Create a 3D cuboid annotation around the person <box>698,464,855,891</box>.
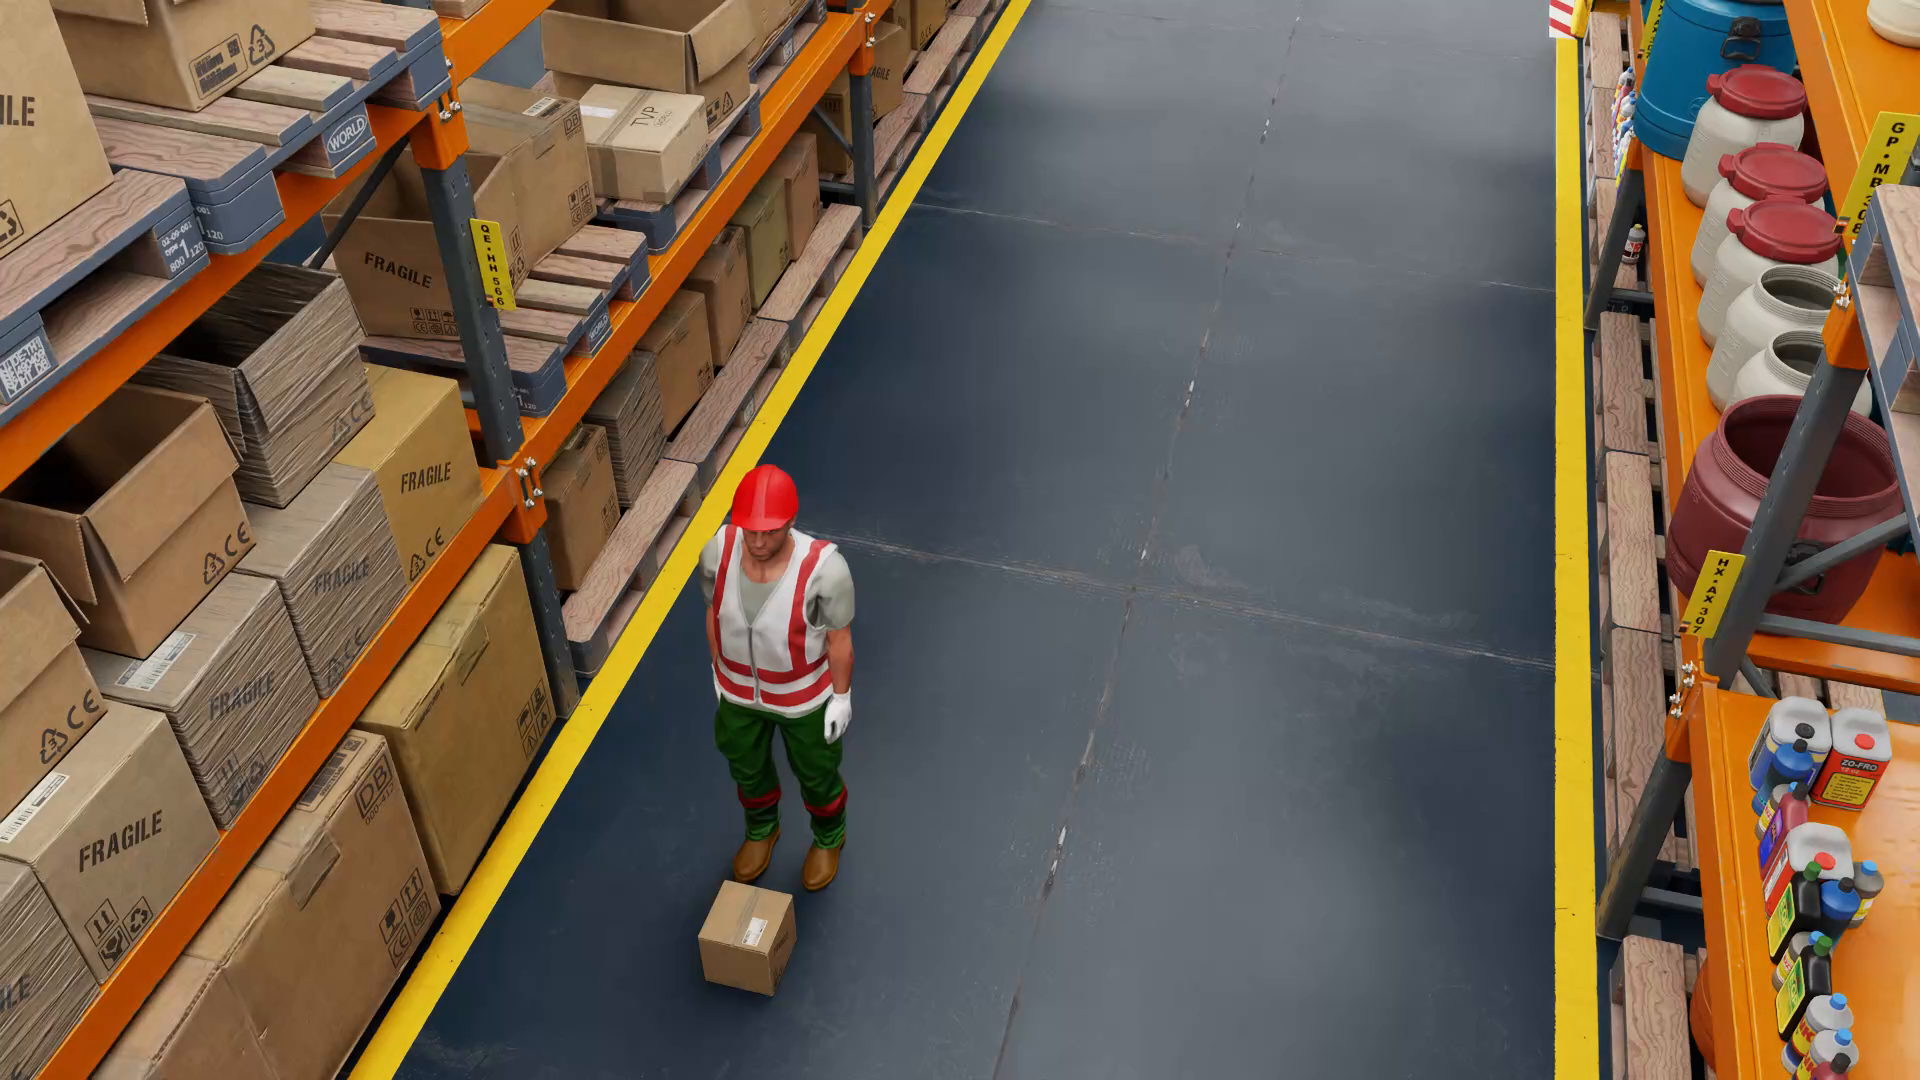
[{"bbox_3d":[-0.607,0.497,5.566,0.522,1.787,0.359,11,42,12],"label":"person"}]
